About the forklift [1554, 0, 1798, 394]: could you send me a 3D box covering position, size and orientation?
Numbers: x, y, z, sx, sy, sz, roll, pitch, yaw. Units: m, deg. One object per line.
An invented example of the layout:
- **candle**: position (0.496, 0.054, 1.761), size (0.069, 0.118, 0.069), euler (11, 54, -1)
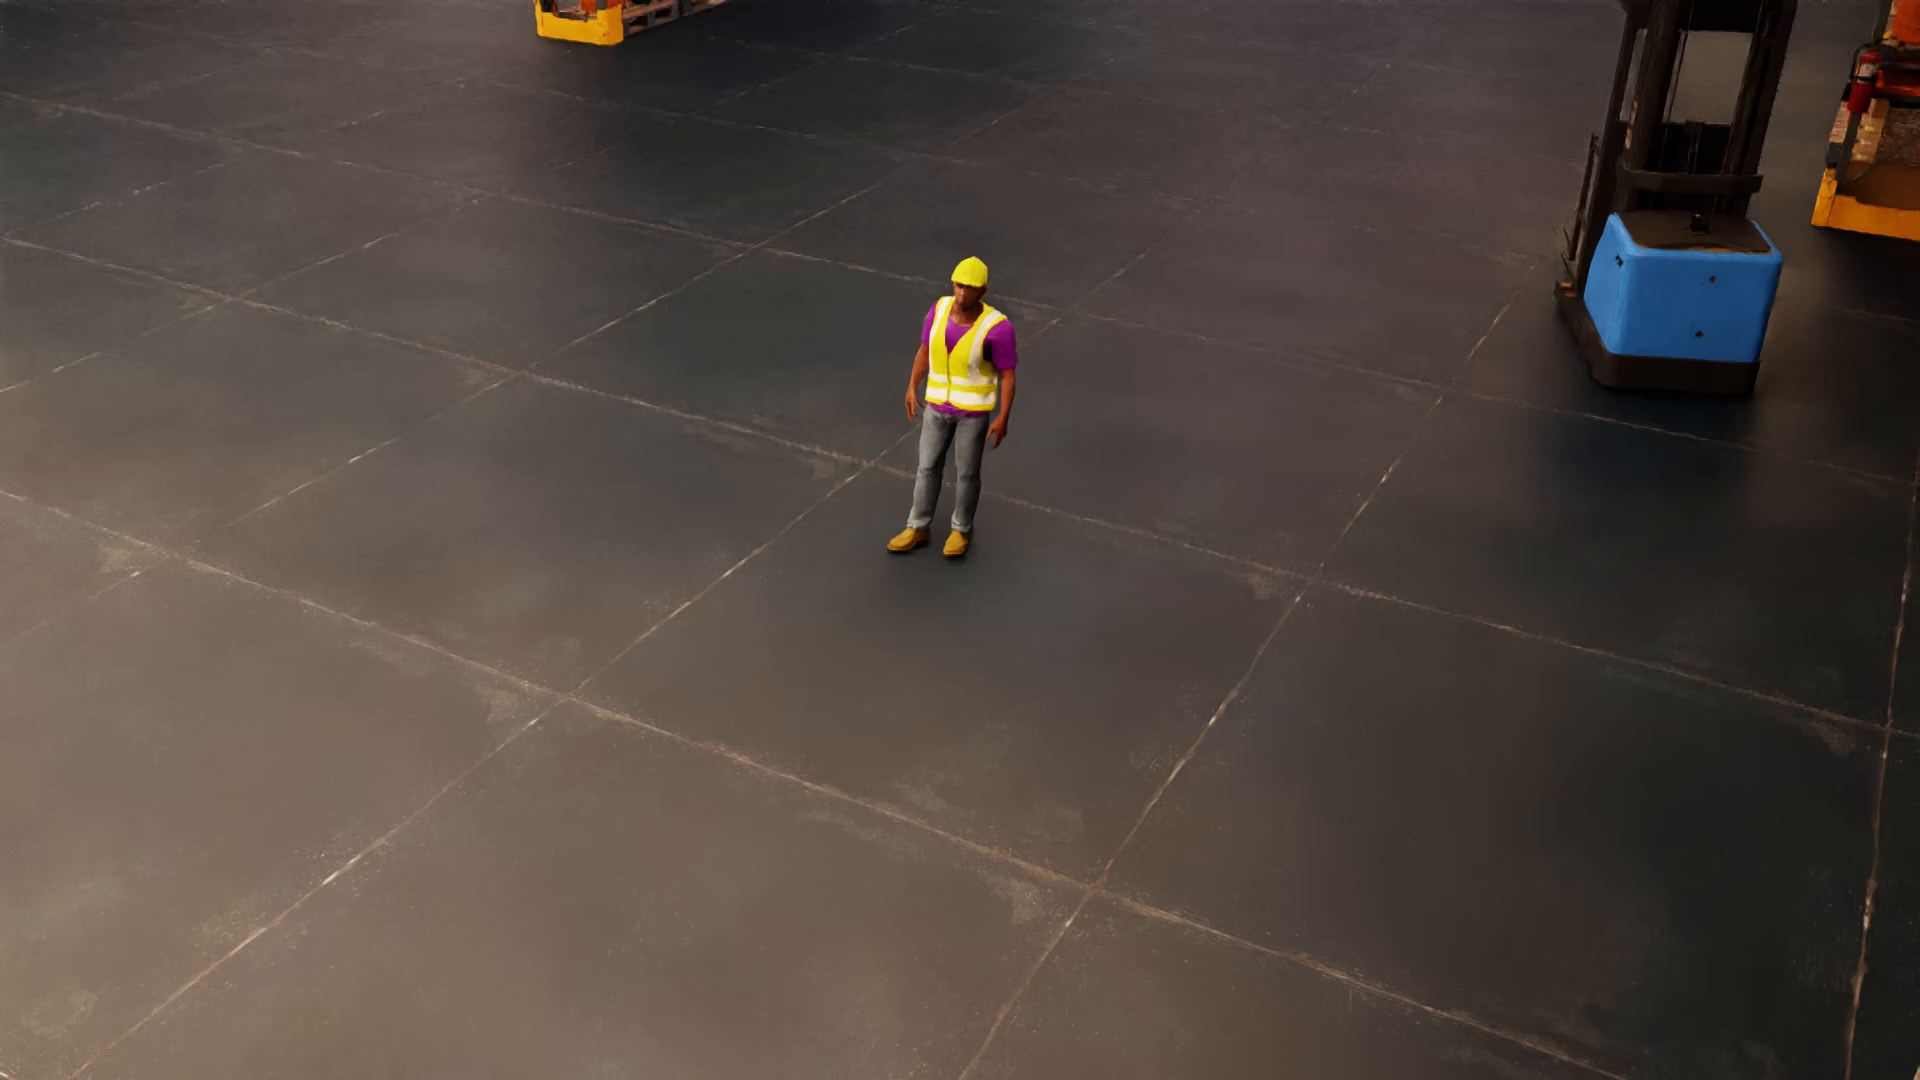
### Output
- **forklift**: position (5.274, -3.004, 12.276), size (1.130, 2.935, 3.031), euler (4, 30, 8)

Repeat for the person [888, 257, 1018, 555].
- **person**: position (-0.038, -0.742, 9.507), size (0.665, 1.766, 0.576), euler (15, 33, 25)
